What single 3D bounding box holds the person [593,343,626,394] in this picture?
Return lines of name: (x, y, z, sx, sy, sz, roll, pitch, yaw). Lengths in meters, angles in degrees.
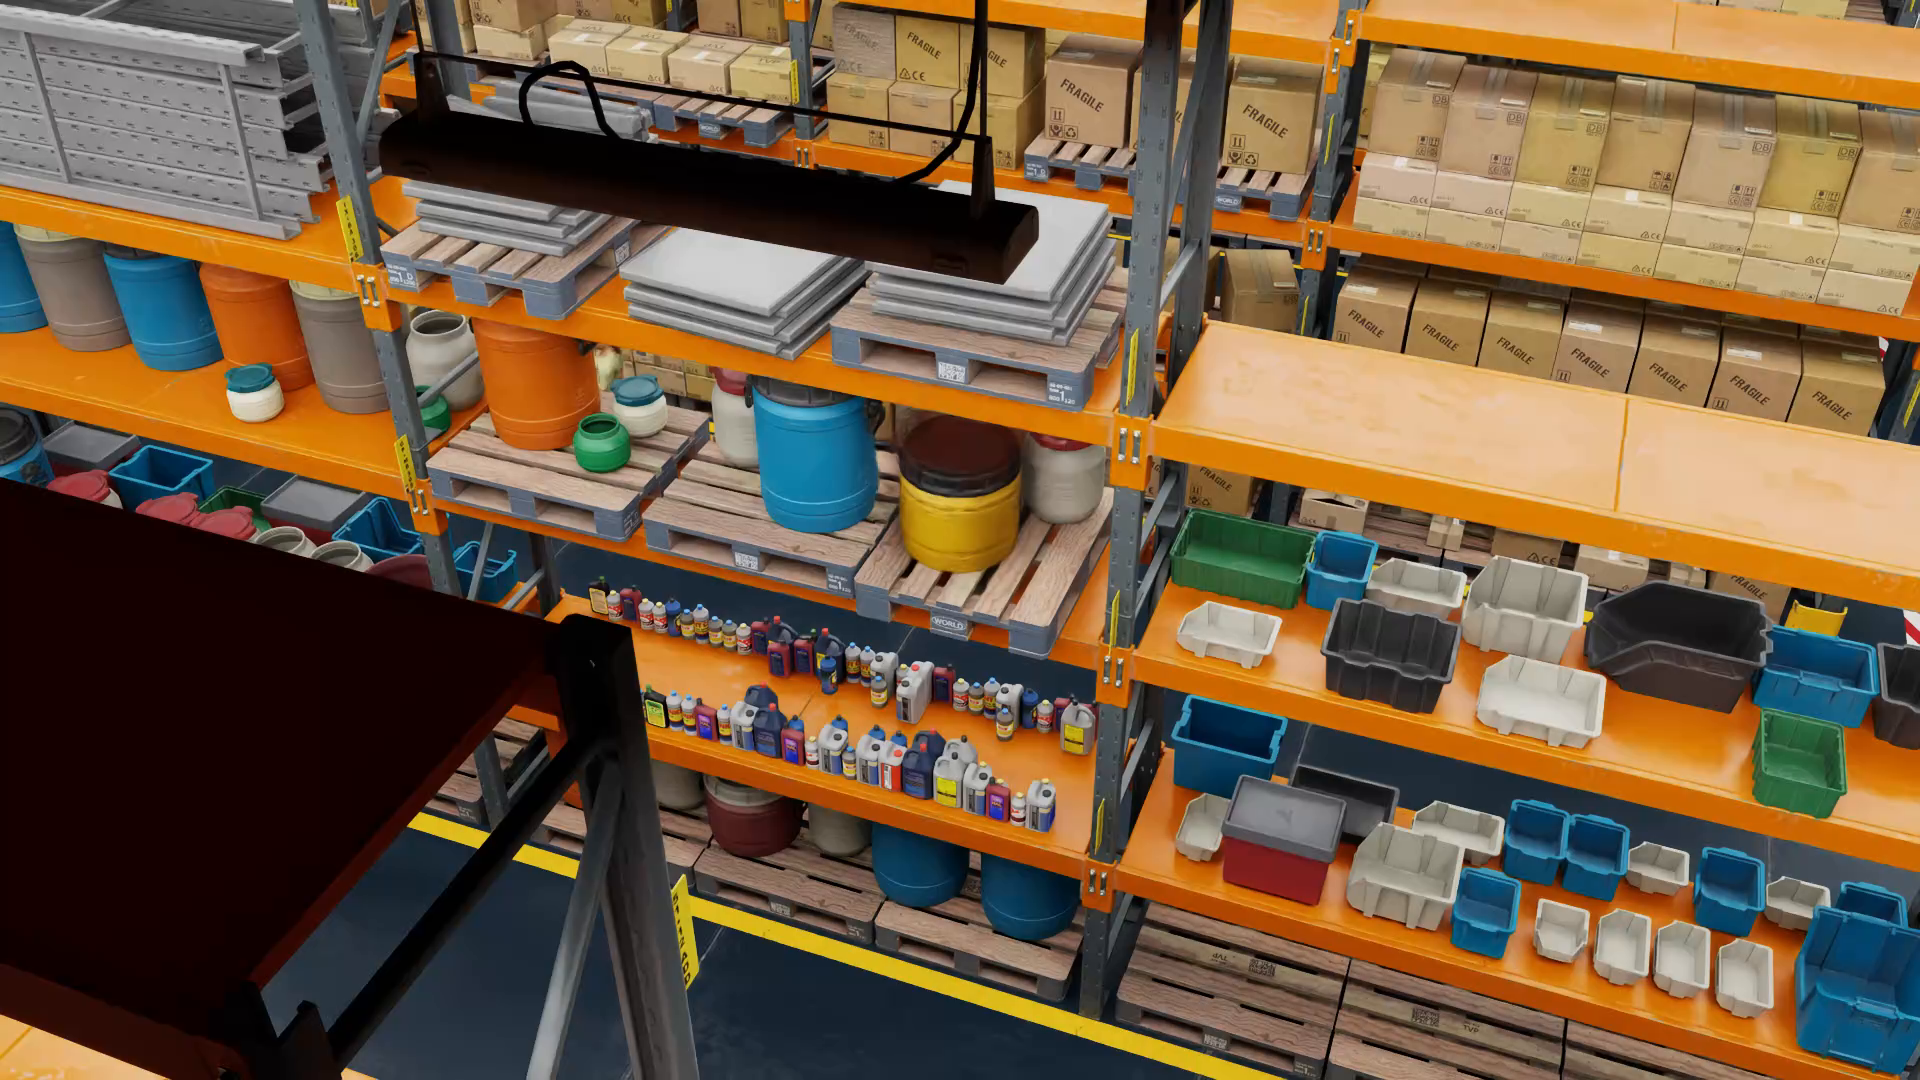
person: (-2.985, -1.030, 13.403, 0.721, 1.677, 0.464, -2, 37, -3)
